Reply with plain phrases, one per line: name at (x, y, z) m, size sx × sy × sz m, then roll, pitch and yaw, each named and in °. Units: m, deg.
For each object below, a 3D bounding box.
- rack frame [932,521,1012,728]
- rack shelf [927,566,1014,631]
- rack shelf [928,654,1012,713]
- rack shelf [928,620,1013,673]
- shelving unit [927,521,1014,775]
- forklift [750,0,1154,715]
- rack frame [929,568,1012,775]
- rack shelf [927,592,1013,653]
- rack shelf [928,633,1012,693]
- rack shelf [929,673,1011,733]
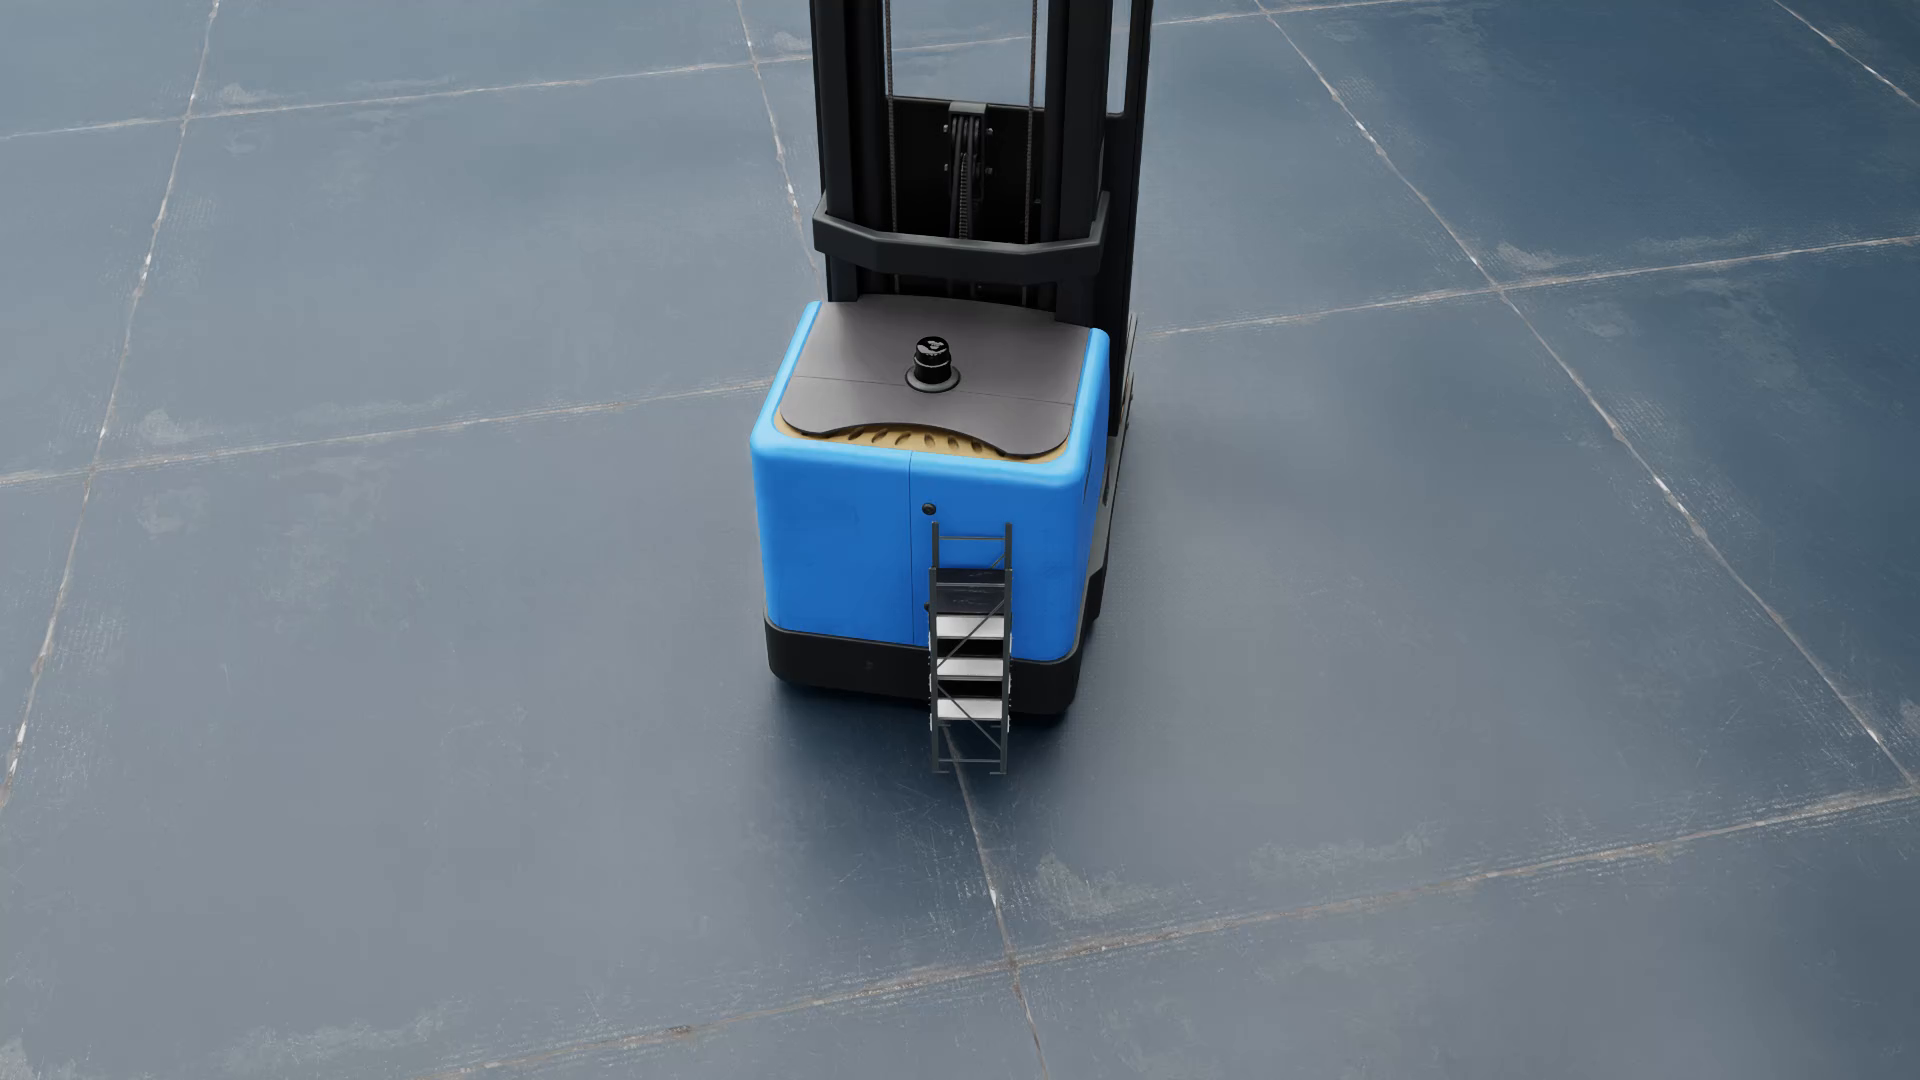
rack frame at (0.036, 0.286, 5.250) m, size 0.240 × 0.900 × 0.006 m, roll 1°, pitch 42°, yaw 1°
rack shelf at (0.033, 0.176, 5.017) m, size 0.258 × 0.077 × 0.200 m, roll 1°, pitch 42°, yaw 1°
rack shelf at (0.033, 0.445, 5.256) m, size 0.258 × 0.077 × 0.200 m, roll 1°, pitch 42°, yaw 1°
rack shelf at (0.033, 0.311, 5.137) m, size 0.258 × 0.077 × 0.200 m, roll 1°, pitch 42°, yaw 1°
shelving unit at (0.033, 0.353, 5.174) m, size 0.258 × 0.900 × 0.210 m, roll 1°, pitch 42°, yaw 1°
forklift at (0.106, -1.504, 5.736) m, size 1.130 × 2.935 × 3.031 m, roll 7°, pitch 42°, yaw 7°
rack frame at (0.031, 0.420, 5.098) m, size 0.240 × 0.900 × 0.006 m, roll 1°, pitch 42°, yaw 1°
rack shelf at (0.033, 0.243, 5.077) m, size 0.258 × 0.077 × 0.200 m, roll 1°, pitch 42°, yaw 1°
rack shelf at (0.033, 0.378, 5.197) m, size 0.258 × 0.077 × 0.200 m, roll 1°, pitch 42°, yaw 1°
rack shelf at (0.033, 0.513, 5.316) m, size 0.258 × 0.077 × 0.200 m, roll 1°, pitch 42°, yaw 1°
